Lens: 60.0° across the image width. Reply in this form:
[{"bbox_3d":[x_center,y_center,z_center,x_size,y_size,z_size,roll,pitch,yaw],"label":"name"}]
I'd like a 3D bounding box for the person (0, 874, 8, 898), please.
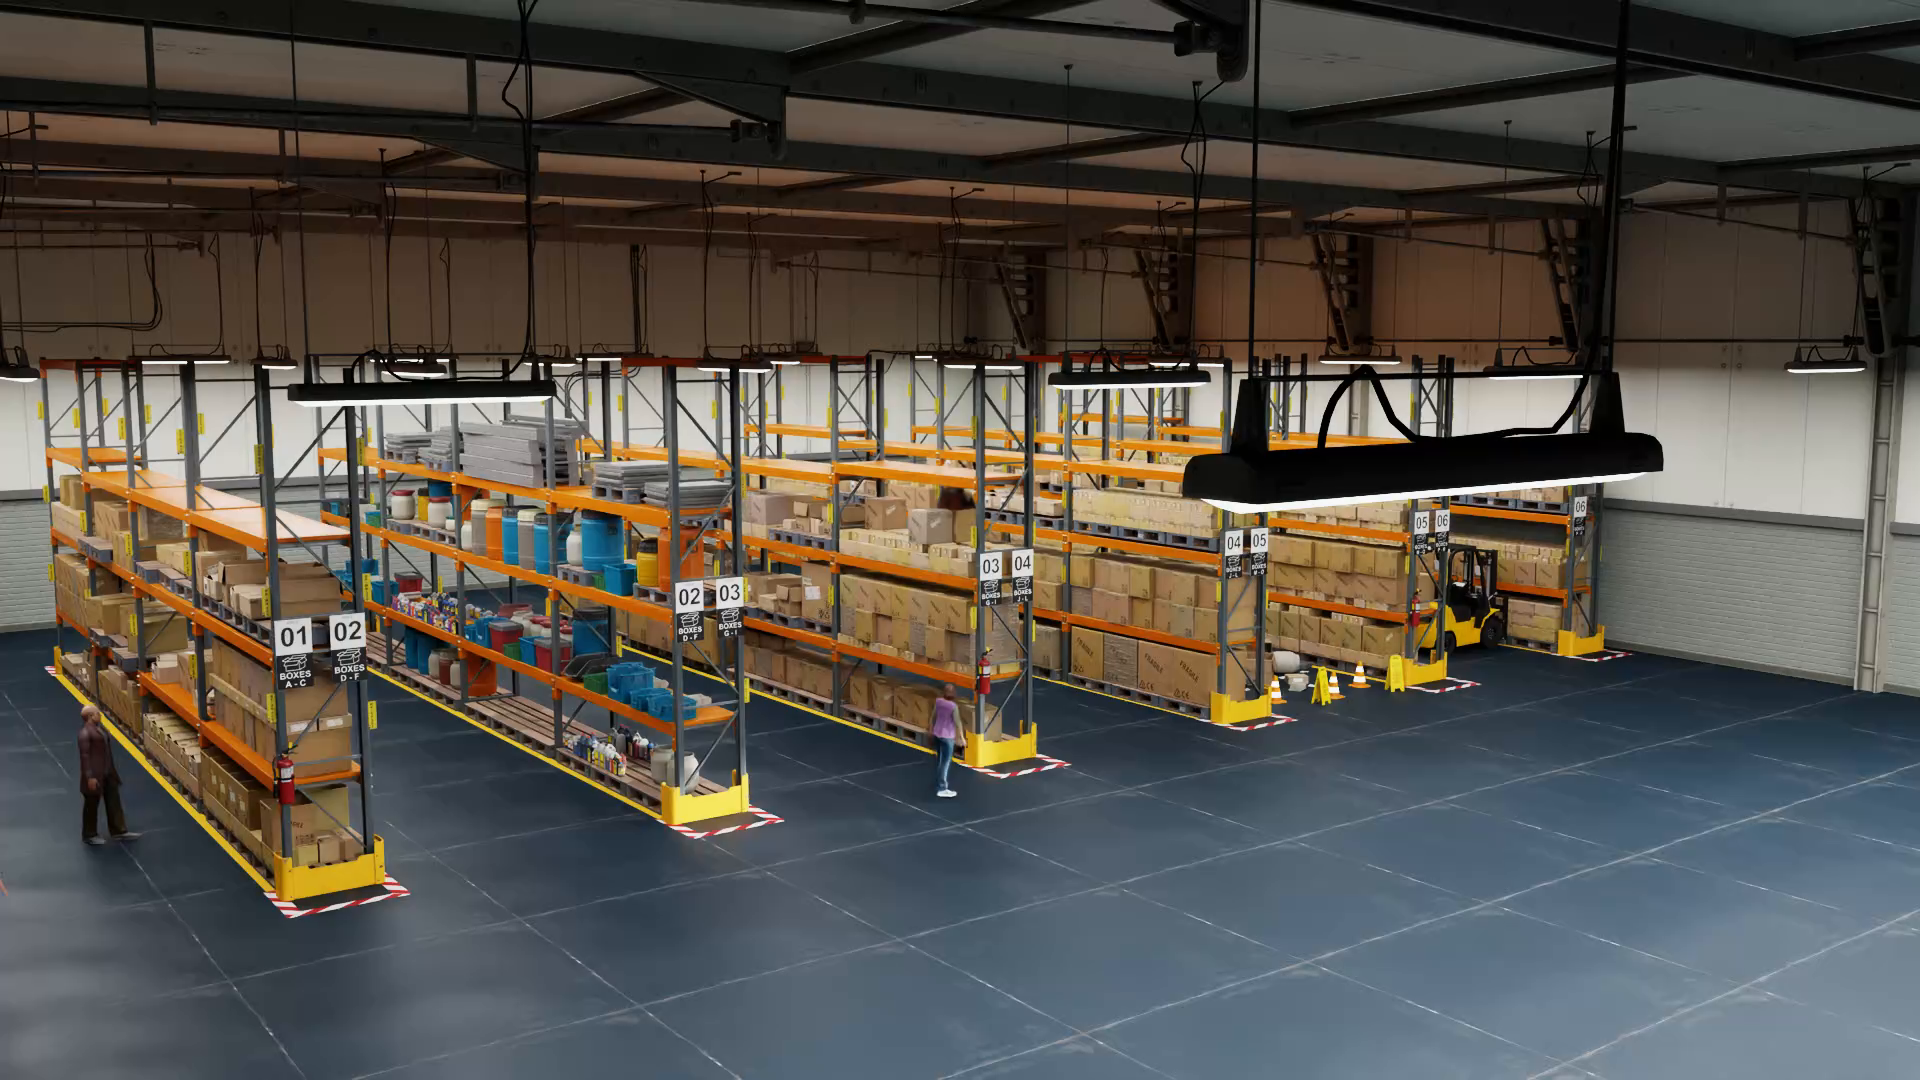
[{"bbox_3d":[-9.923,3.543,16.796,0.504,1.538,0.910,-2,7,-13],"label":"person"}]

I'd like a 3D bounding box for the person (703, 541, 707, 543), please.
[{"bbox_3d":[-6.266,0.644,40.033,0.613,1.746,1.019,-4,8,-33],"label":"person"}]

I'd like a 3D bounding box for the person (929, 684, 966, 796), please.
[{"bbox_3d":[-0.211,2.766,23.246,0.546,1.591,0.584,-6,9,-40],"label":"person"}]

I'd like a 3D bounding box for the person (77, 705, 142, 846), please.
[{"bbox_3d":[-10.768,2.950,20.915,0.657,1.779,0.608,1,7,12],"label":"person"}]
